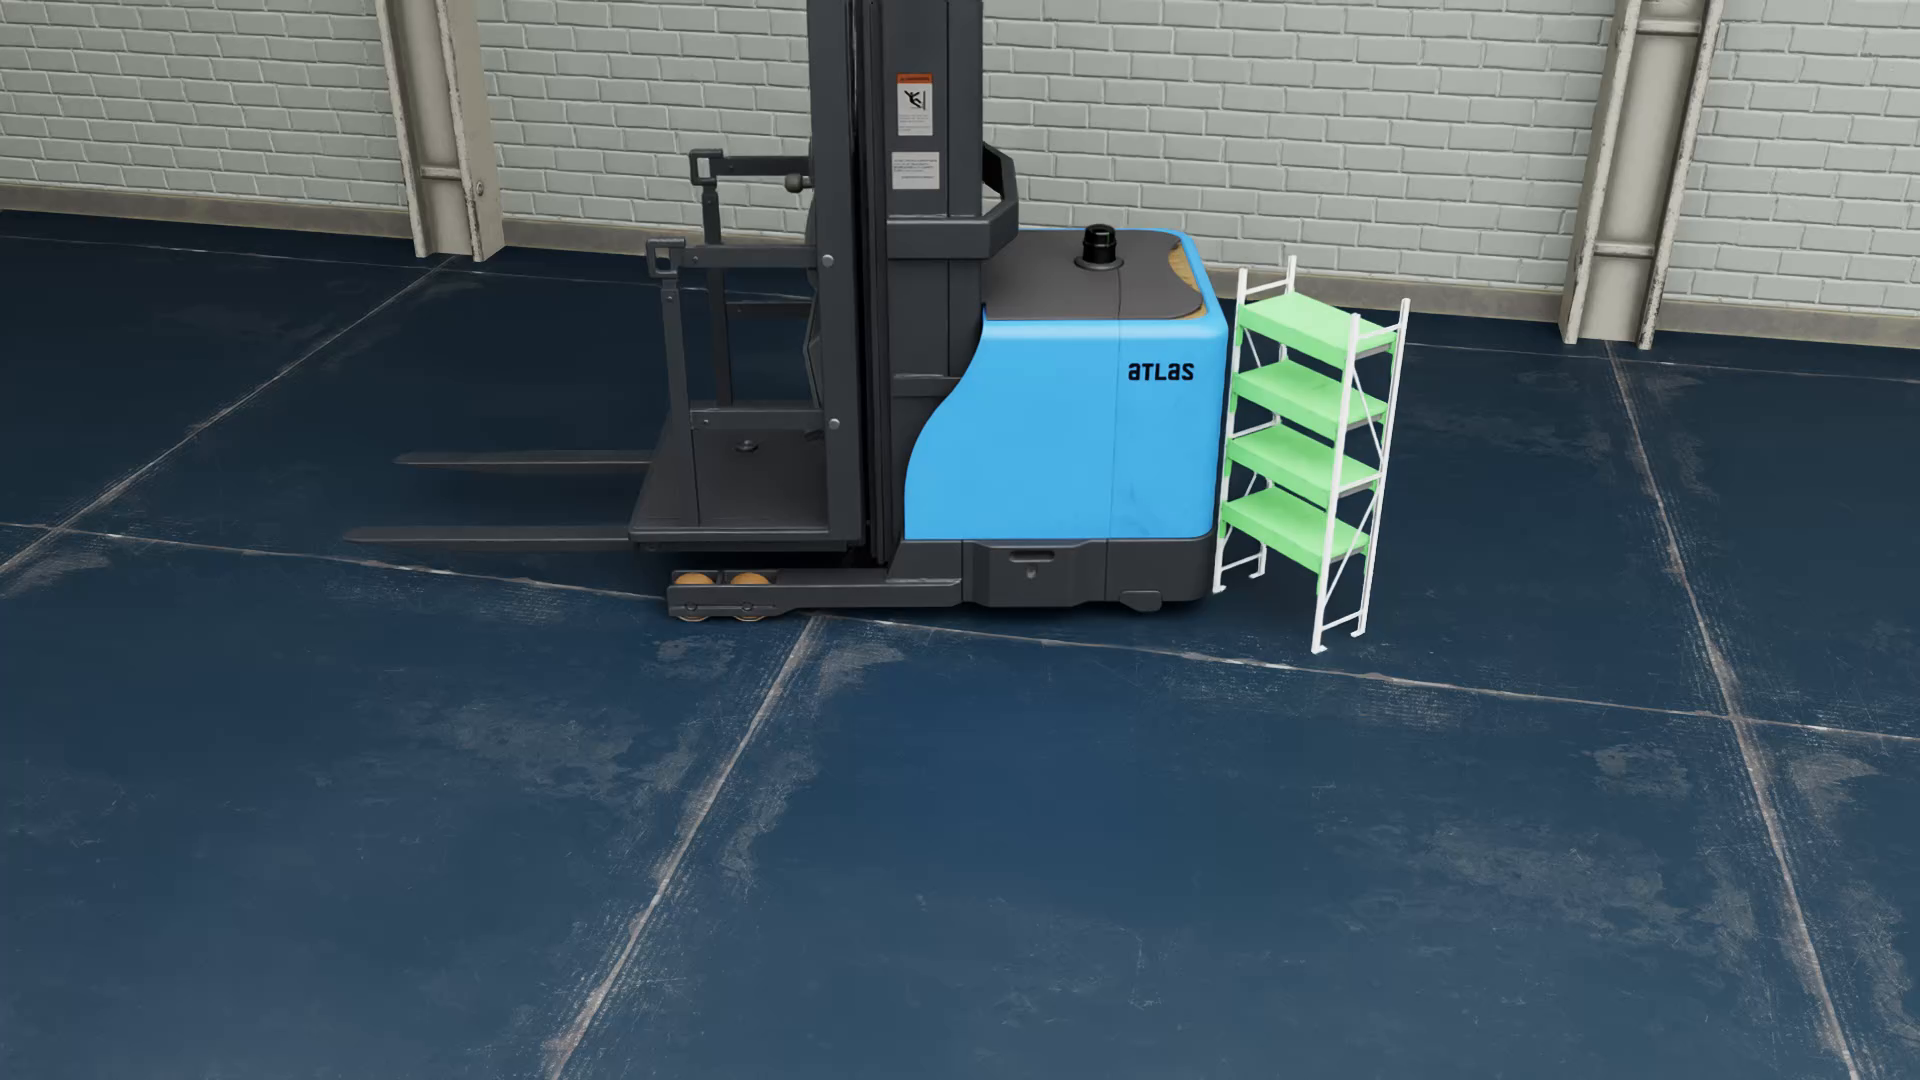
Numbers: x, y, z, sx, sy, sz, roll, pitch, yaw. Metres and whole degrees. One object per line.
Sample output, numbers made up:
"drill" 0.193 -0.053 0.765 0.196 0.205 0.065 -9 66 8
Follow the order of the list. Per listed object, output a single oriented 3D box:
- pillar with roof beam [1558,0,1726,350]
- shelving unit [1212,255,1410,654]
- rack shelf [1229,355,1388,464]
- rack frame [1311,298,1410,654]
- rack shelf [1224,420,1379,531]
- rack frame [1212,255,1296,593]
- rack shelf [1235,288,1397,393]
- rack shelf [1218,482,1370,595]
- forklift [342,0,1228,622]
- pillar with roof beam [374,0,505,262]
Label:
"pillar with roof beam" 2.223 -2.922 2.216 0.400 9.000 9.100 6 29 11
"shelving unit" 1.139 -0.278 5.508 0.258 1.200 0.503 -18 34 -30
"rack shelf" 1.139 -0.432 5.423 0.258 0.148 0.480 -18 34 -30
"rack frame" 1.278 -0.181 5.332 0.240 1.200 0.015 -18 34 -30
"rack shelf" 1.139 -0.222 5.539 0.258 0.148 0.480 -18 34 -30
"rack frame" 1.000 -0.374 5.684 0.240 1.200 0.015 -18 34 -30
"rack shelf" 1.139 -0.643 5.308 0.258 0.148 0.480 -18 34 -30
"rack shelf" 1.139 -0.011 5.654 0.258 0.148 0.480 -18 34 -30
"forklift" -0.643 -1.258 5.496 3.031 2.935 1.130 0 29 0
"pillar with roof beam" -3.645 -3.524 3.315 0.400 9.000 9.100 6 29 11
